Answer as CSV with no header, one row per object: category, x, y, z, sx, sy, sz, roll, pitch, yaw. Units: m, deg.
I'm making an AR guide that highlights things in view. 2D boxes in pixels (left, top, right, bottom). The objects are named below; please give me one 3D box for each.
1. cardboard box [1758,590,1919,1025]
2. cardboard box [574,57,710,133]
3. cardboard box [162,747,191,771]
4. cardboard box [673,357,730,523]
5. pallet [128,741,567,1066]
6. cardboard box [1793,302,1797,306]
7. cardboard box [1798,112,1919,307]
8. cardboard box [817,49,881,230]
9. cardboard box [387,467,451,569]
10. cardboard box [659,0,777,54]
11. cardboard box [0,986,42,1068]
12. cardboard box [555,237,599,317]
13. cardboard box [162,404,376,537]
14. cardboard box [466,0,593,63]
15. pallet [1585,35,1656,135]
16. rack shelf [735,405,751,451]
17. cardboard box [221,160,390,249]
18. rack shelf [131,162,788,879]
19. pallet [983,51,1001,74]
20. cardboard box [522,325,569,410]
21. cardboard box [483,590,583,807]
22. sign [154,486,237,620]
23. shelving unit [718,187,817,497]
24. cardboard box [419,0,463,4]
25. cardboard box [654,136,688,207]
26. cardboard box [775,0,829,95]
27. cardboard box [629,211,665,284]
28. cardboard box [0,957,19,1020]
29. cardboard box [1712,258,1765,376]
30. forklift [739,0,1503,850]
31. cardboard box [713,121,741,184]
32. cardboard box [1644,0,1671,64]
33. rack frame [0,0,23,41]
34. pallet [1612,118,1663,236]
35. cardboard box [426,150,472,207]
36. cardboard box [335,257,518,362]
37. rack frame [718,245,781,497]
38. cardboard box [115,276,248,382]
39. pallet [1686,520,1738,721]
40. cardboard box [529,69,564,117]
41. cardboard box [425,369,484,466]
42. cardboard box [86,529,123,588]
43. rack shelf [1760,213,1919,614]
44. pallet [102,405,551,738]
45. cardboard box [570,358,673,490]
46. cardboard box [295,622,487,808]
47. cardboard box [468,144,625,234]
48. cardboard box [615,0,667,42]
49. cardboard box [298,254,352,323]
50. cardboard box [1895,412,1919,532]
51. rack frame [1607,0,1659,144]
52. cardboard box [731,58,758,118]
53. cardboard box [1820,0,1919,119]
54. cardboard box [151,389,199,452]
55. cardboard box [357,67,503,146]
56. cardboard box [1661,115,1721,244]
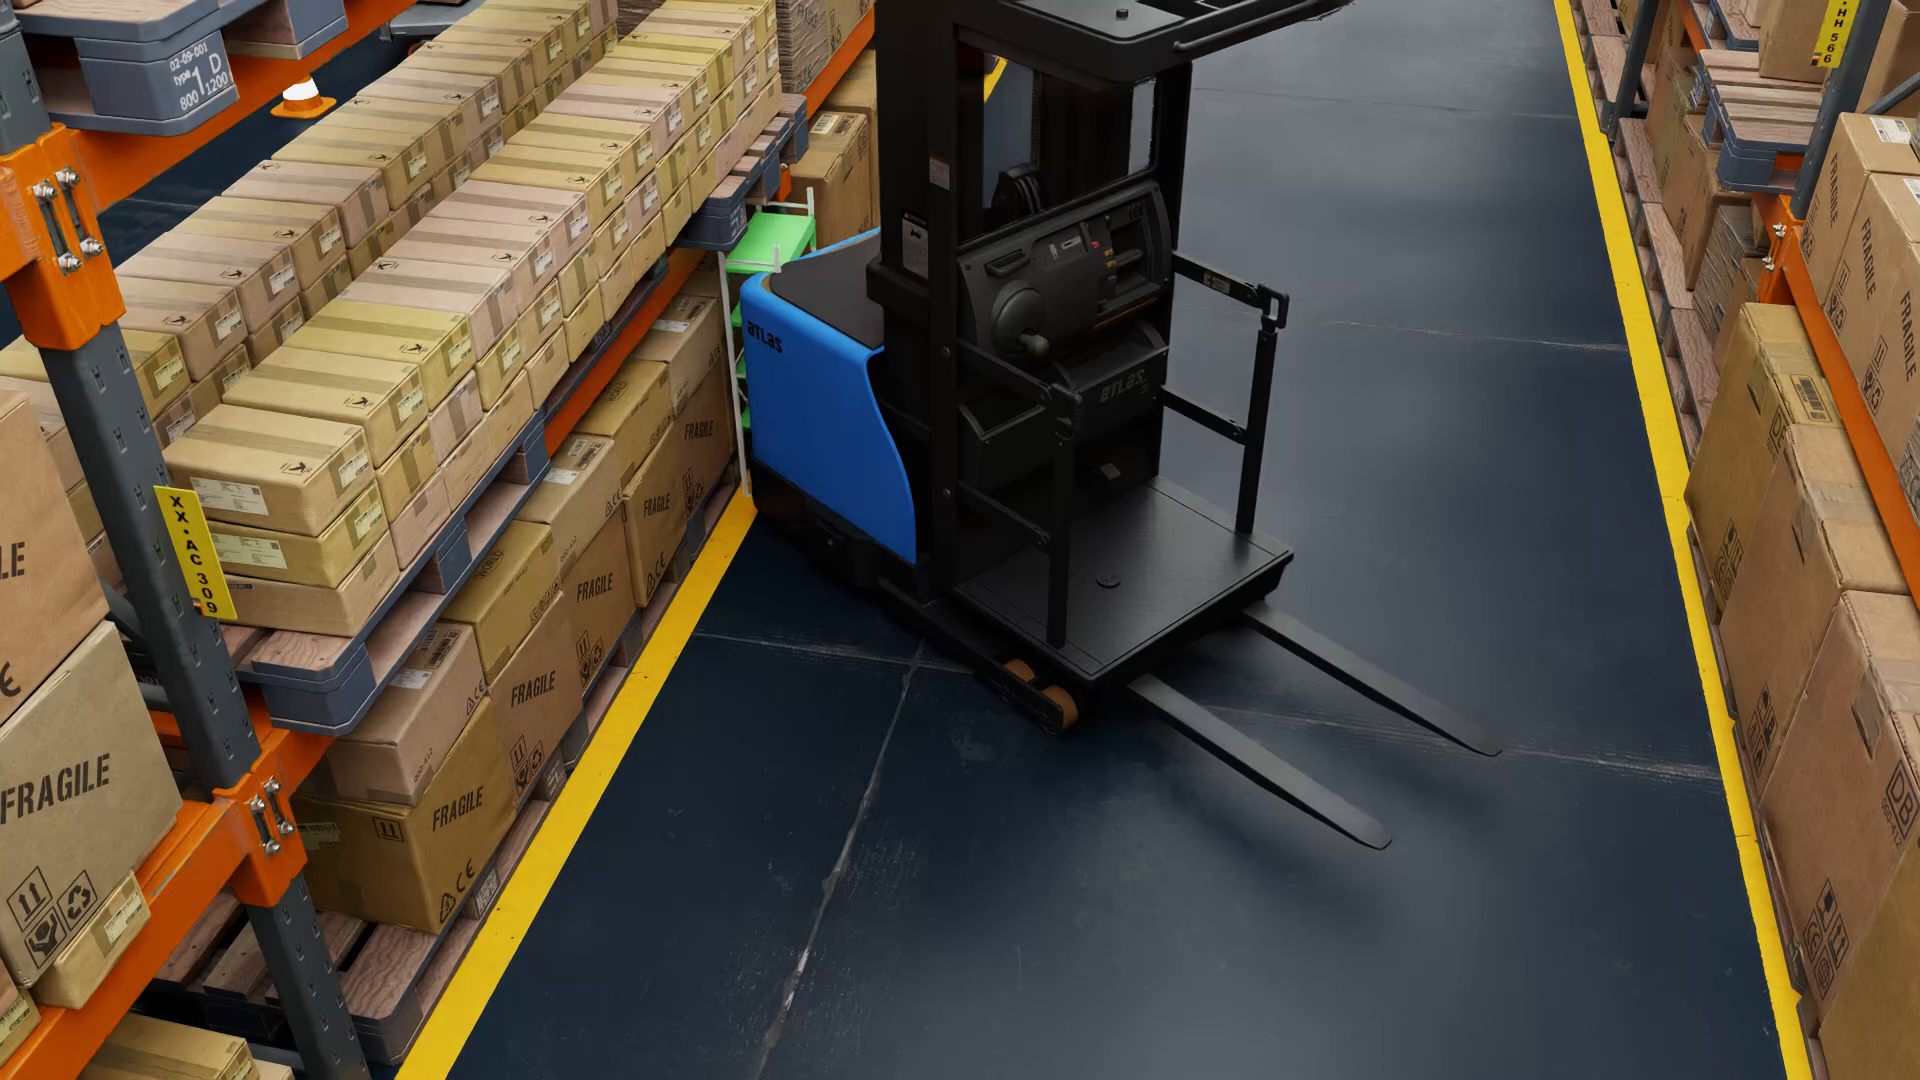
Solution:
cardboard box,3.028,0.805,4.537,1.225,0.875,0.875,6,36,8
cardboard box,-1.071,-1.500,5.613,0.380,0.149,0.250,8,37,11
cardboard box,-2.191,0.396,4.780,0.500,0.250,0.500,6,36,9
cardboard box,-1.248,-0.427,6.556,0.500,0.500,0.500,9,37,12
pallet,-1.938,0.999,5.192,1.003,0.211,1.213,7,37,10
cardboard box,3.689,-1.155,6.903,0.500,0.250,0.500,9,37,12
cardboard box,3.206,-1.093,5.617,0.500,0.500,0.500,8,37,11
cardboard box,-0.847,-2.075,8.617,1.050,0.750,0.750,8,37,11
cardboard box,-1.516,-0.080,4.160,0.380,0.149,0.250,8,37,11
cardboard box,-0.905,-1.947,6.230,0.380,0.149,0.250,6,36,8
cardboard box,-1.999,0.918,3.141,0.380,0.149,0.250,9,37,12
cardboard box,-1.294,-0.793,4.891,0.380,0.149,0.250,7,36,9
cardboard box,-1.569,-0.161,3.765,0.380,0.149,0.250,9,37,12
cardboard box,-1.591,-1.891,6.152,0.380,0.149,0.250,6,36,9
pallet,4.539,-2.851,10.503,1.003,0.211,1.213,7,37,10
rack shelf,-0.747,-0.555,6.991,0.258,0.148,0.480,7,39,9
cardboard box,-1.929,-0.994,4.915,0.380,0.149,0.250,6,36,8
rack shelf,-1.676,-0.539,5.550,1.077,0.370,4.000,7,37,10
pallet,-0.155,-3.567,11.492,1.003,0.211,1.213,7,37,10
cardboard box,-1.350,-0.512,4.757,0.380,0.149,0.250,6,36,8
cardboard box,-1.575,0.465,5.325,0.500,0.500,0.500,9,37,12
sign,-1.571,0.030,3.415,0.100,0.325,0.005,7,37,10
shelving unit,-0.748,-0.793,6.801,0.258,1.200,0.503,7,39,9
cardboard box,-3.506,-3.921,11.089,0.500,0.500,0.500,7,37,10
cardboard box,-1.128,-1.235,5.501,0.380,0.149,0.250,7,37,10
cardboard box,-0.889,-2.241,7.200,0.500,0.500,0.500,8,37,10
cardboard box,-1.184,-0.970,5.388,0.380,0.149,0.250,8,37,11
cardboard box,-2.042,0.766,2.799,0.500,0.500,0.500,6,36,9
cardboard box,3.699,-0.850,7.122,0.700,0.500,0.500,5,36,8
forklift,0.511,-0.850,5.426,1.130,2.935,3.031,-28,44,-33
cardboard box,-1.014,-1.415,6.002,0.380,0.149,0.250,8,37,11
cardboard box,4.669,-3.302,10.522,0.500,0.500,0.500,19,40,24
rack frame,-2.103,-2.113,1.997,1.000,3.000,0.127,7,37,10
pallet,4.265,-2.015,9.350,1.003,0.211,1.213,7,37,10
cardboard box,-1.822,-1.175,5.418,0.380,0.149,0.250,7,37,10
cardboard box,-1.403,-0.611,4.386,0.380,0.149,0.250,7,36,9
rack frame,-0.794,-0.643,6.614,0.240,1.200,0.015,7,39,9
cardboard box,-2.094,-0.549,4.301,0.380,0.149,0.250,6,36,8
pallet,3.333,0.275,6.191,1.003,0.211,1.213,7,37,10
cardboard box,-1.658,-1.604,6.010,0.380,0.149,0.250,6,36,9
cardboard box,-1.461,-0.337,4.262,0.380,0.149,0.250,8,37,11
cardboard box,-2.211,-0.004,4.056,0.380,0.149,0.250,7,36,9
rack shelf,3.148,0.141,4.613,1.077,0.370,4.000,7,37,10
pallet,-1.798,-0.026,4.393,1.003,0.211,1.213,7,37,10
cardboard box,-1.360,-0.433,5.925,0.500,0.250,0.500,8,37,11
cardboard box,-1.687,0.464,4.686,0.500,0.250,0.500,6,36,8
cardboard box,-1.240,-1.057,5.002,0.380,0.149,0.250,8,37,11
cardboard box,-1.415,-2.309,7.295,0.500,0.500,0.500,7,37,10
cardboard box,-1.989,-0.725,4.796,0.380,0.149,0.250,6,36,8
cardboard box,2.883,-0.217,4.408,0.500,0.500,0.500,7,37,10
rack frame,4.430,-3.590,9.148,1.000,3.000,0.127,7,37,10
cardboard box,-0.965,-1.672,6.104,0.380,0.149,0.250,9,37,12
cardboard box,3.652,-1.822,6.265,0.500,0.500,0.500,3,36,4
cardboard box,-2.156,-0.276,4.178,0.380,0.149,0.250,8,37,10
cardboard box,-1.761,-1.444,5.535,0.380,0.149,0.250,9,37,12
cardboard box,4.038,-1.815,8.454,0.700,0.500,0.500,4,36,6
